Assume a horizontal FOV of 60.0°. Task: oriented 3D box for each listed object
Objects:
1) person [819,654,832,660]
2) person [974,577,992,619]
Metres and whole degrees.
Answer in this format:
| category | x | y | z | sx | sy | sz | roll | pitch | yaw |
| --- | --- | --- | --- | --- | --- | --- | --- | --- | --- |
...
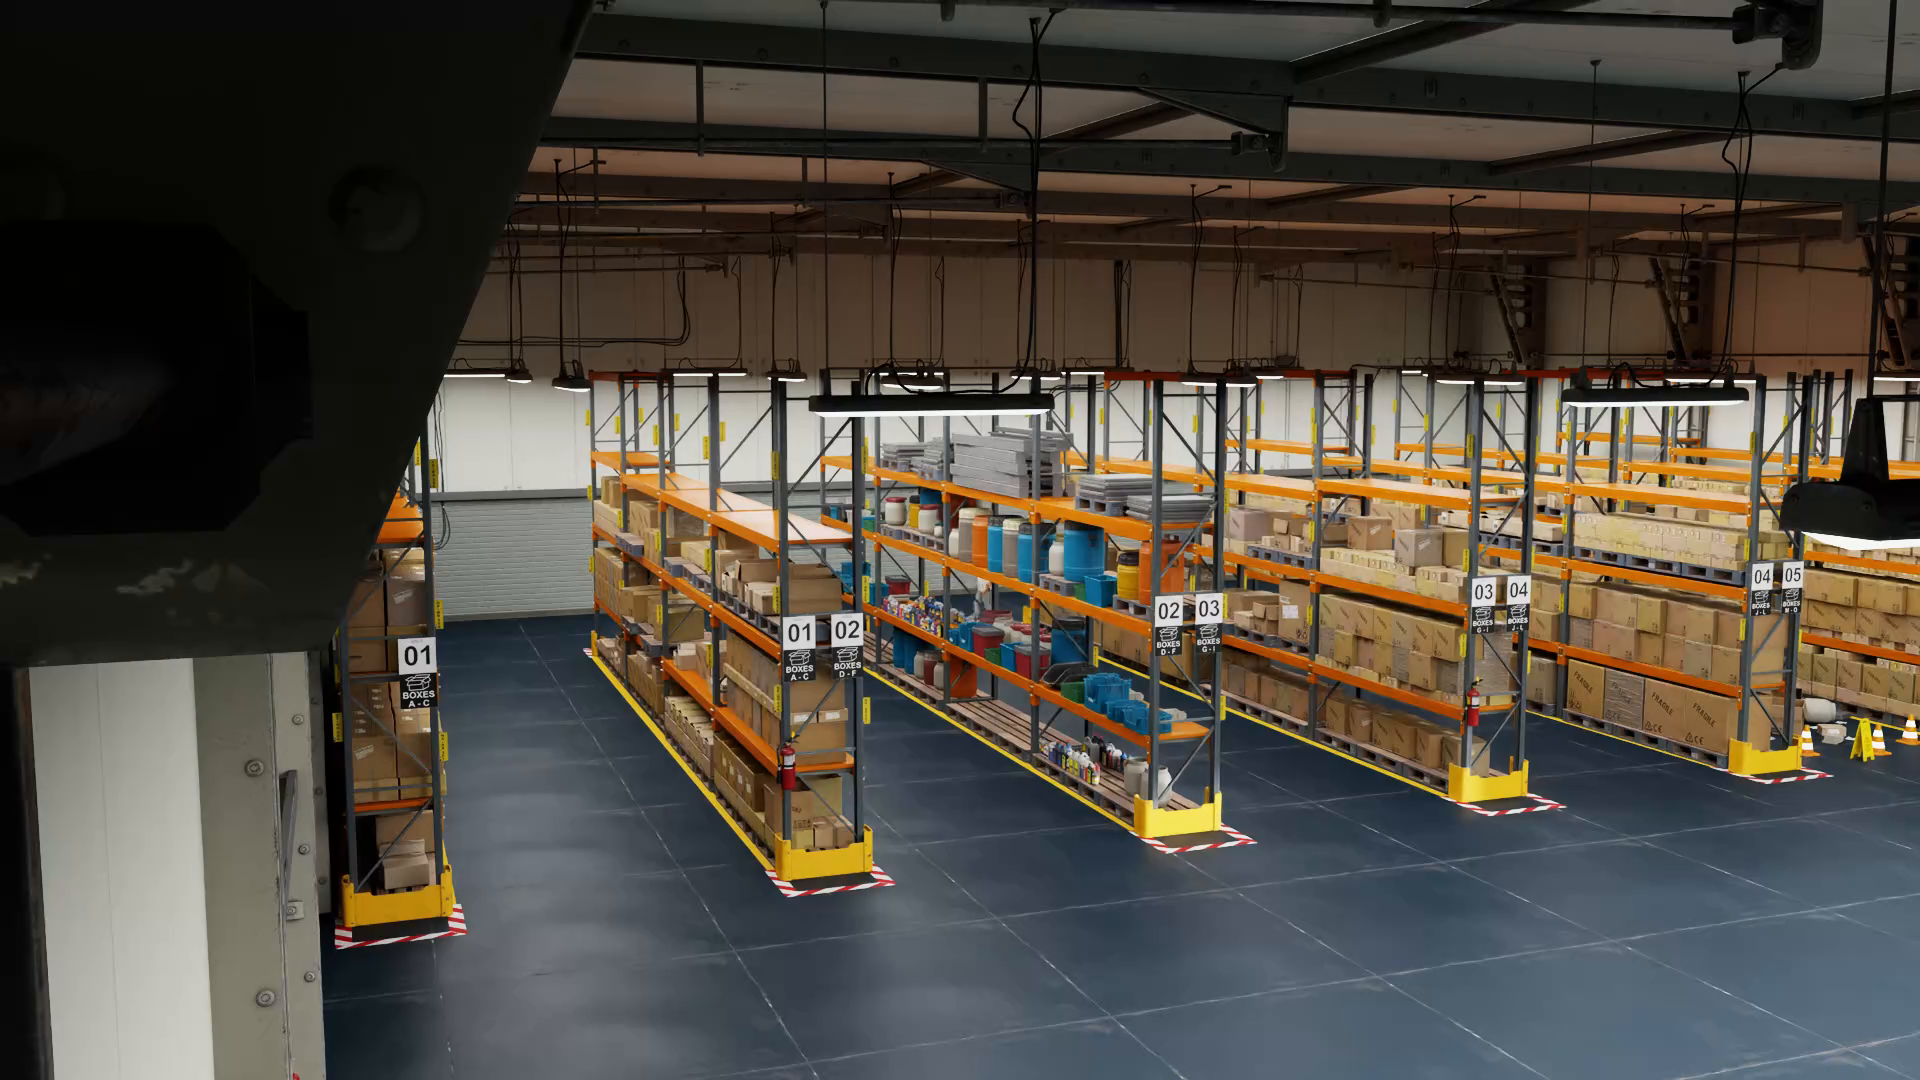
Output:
| category | x | y | z | sx | sy | sz | roll | pitch | yaw |
| --- | --- | --- | --- | --- | --- | --- | --- | --- | --- |
| person | -2.799 | 1.693 | 33.933 | 0.732 | 1.727 | 1.140 | 1 | 6 | 7 |
| person | 0.616 | 1.184 | 38.894 | 0.793 | 1.620 | 0.488 | -3 | 7 | -22 |
